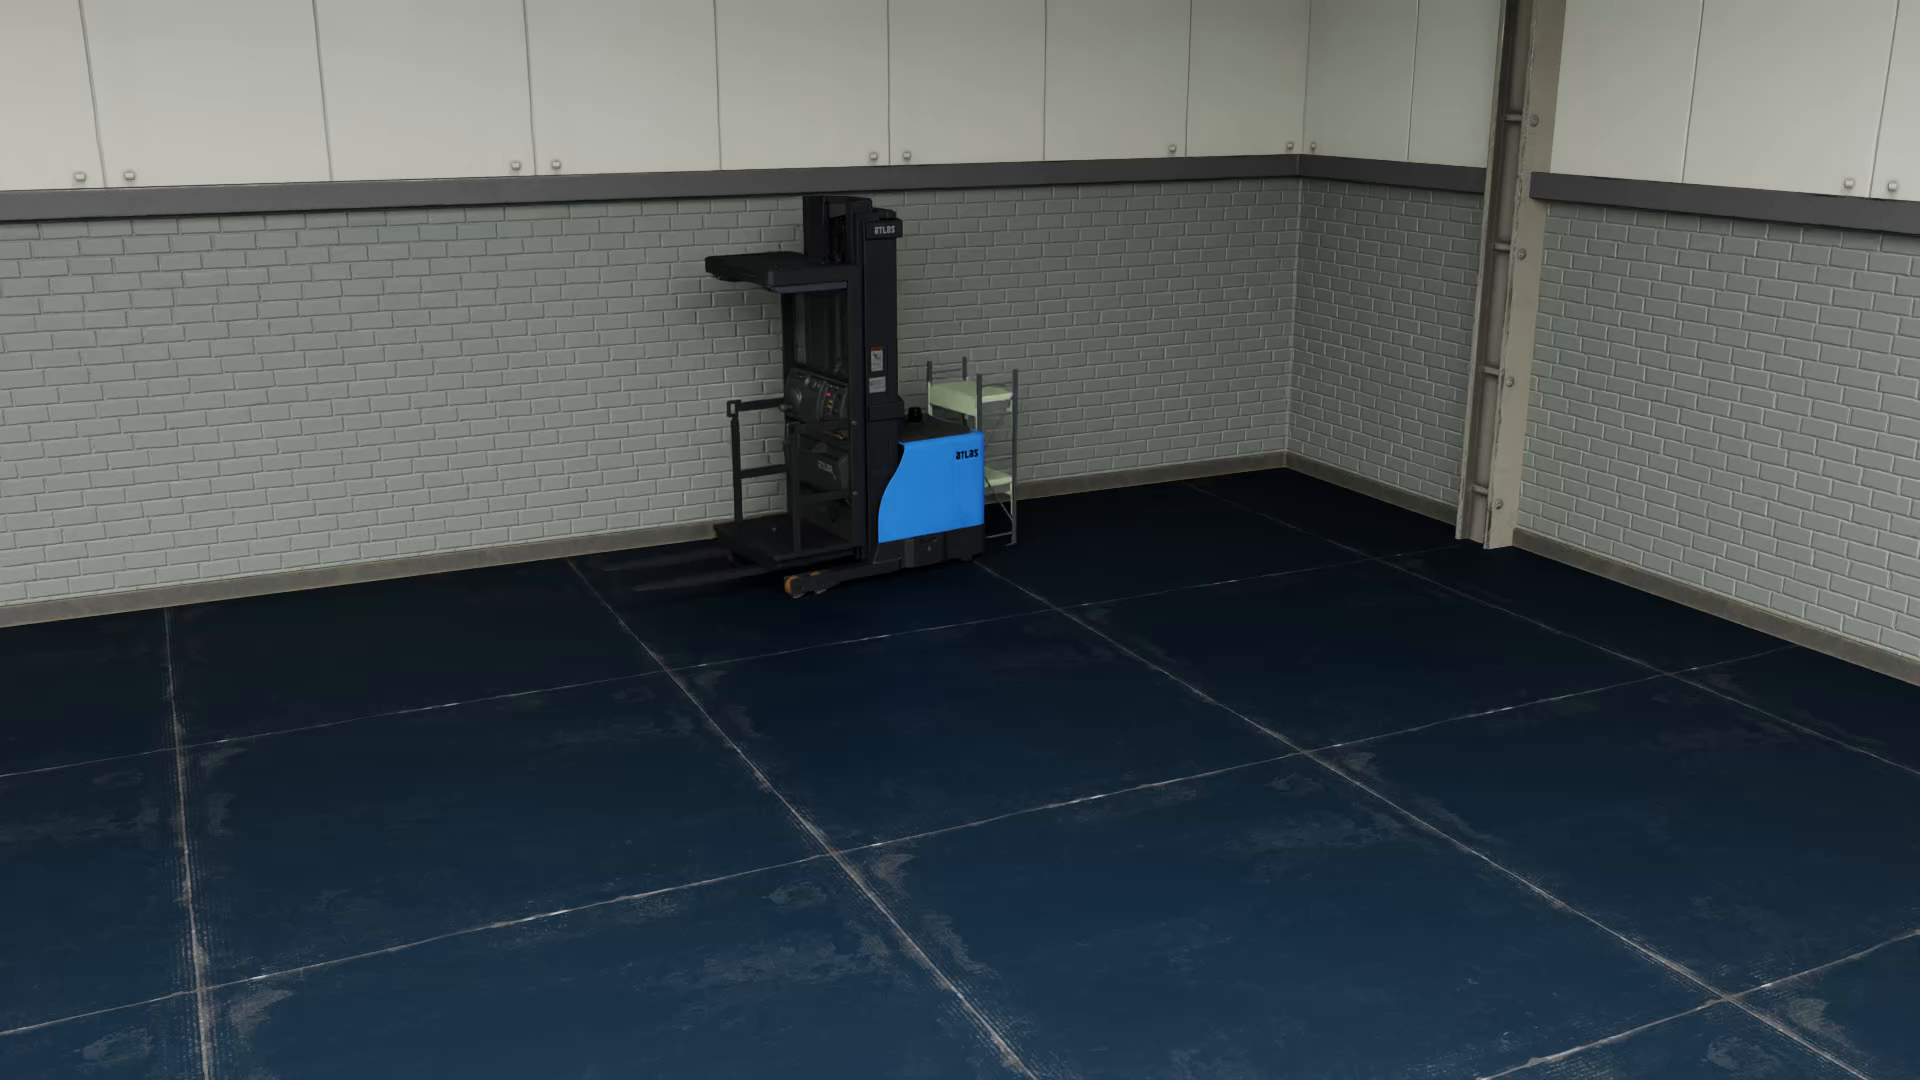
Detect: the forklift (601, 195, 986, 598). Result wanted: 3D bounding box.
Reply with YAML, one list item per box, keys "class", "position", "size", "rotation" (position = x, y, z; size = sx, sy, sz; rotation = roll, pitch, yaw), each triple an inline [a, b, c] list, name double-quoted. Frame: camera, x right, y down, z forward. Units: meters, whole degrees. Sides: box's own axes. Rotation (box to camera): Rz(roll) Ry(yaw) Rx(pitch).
- class: "forklift"
  position: [-1.296, -1.134, 12.889]
  size: [3.031, 2.935, 1.130]
  rotation: [-10, 19, -32]

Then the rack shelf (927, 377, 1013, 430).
- class: "rack shelf"
  position: [0.099, -1.117, 14.010]
  size: [0.431, 0.370, 0.720]
  rotation: [-11, 19, -33]

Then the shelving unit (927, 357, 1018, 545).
- class: "shelving unit"
  position: [0.099, -0.742, 14.118]
  size: [0.431, 1.500, 0.755]
  rotation: [-11, 19, -33]

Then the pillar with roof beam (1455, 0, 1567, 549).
- class: "pillar with roof beam"
  position: [0.613, -3.794, 11.158]
  size: [9.100, 9.000, 0.400]
  rotation: [-8, 18, -25]

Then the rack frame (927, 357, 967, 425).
- class: "rack frame"
  position: [-0.108, -0.825, 14.407]
  size: [0.400, 1.500, 0.023]
  rotation: [-11, 19, -33]

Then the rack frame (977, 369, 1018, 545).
- class: "rack frame"
  position: [0.307, -0.659, 13.828]
  size: [0.400, 1.500, 0.023]
  rotation: [-11, 19, -33]

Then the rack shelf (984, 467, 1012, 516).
- class: "rack shelf"
  position: [0.099, -0.429, 14.208]
  size: [0.431, 0.370, 0.720]
  rotation: [-11, 19, -33]
